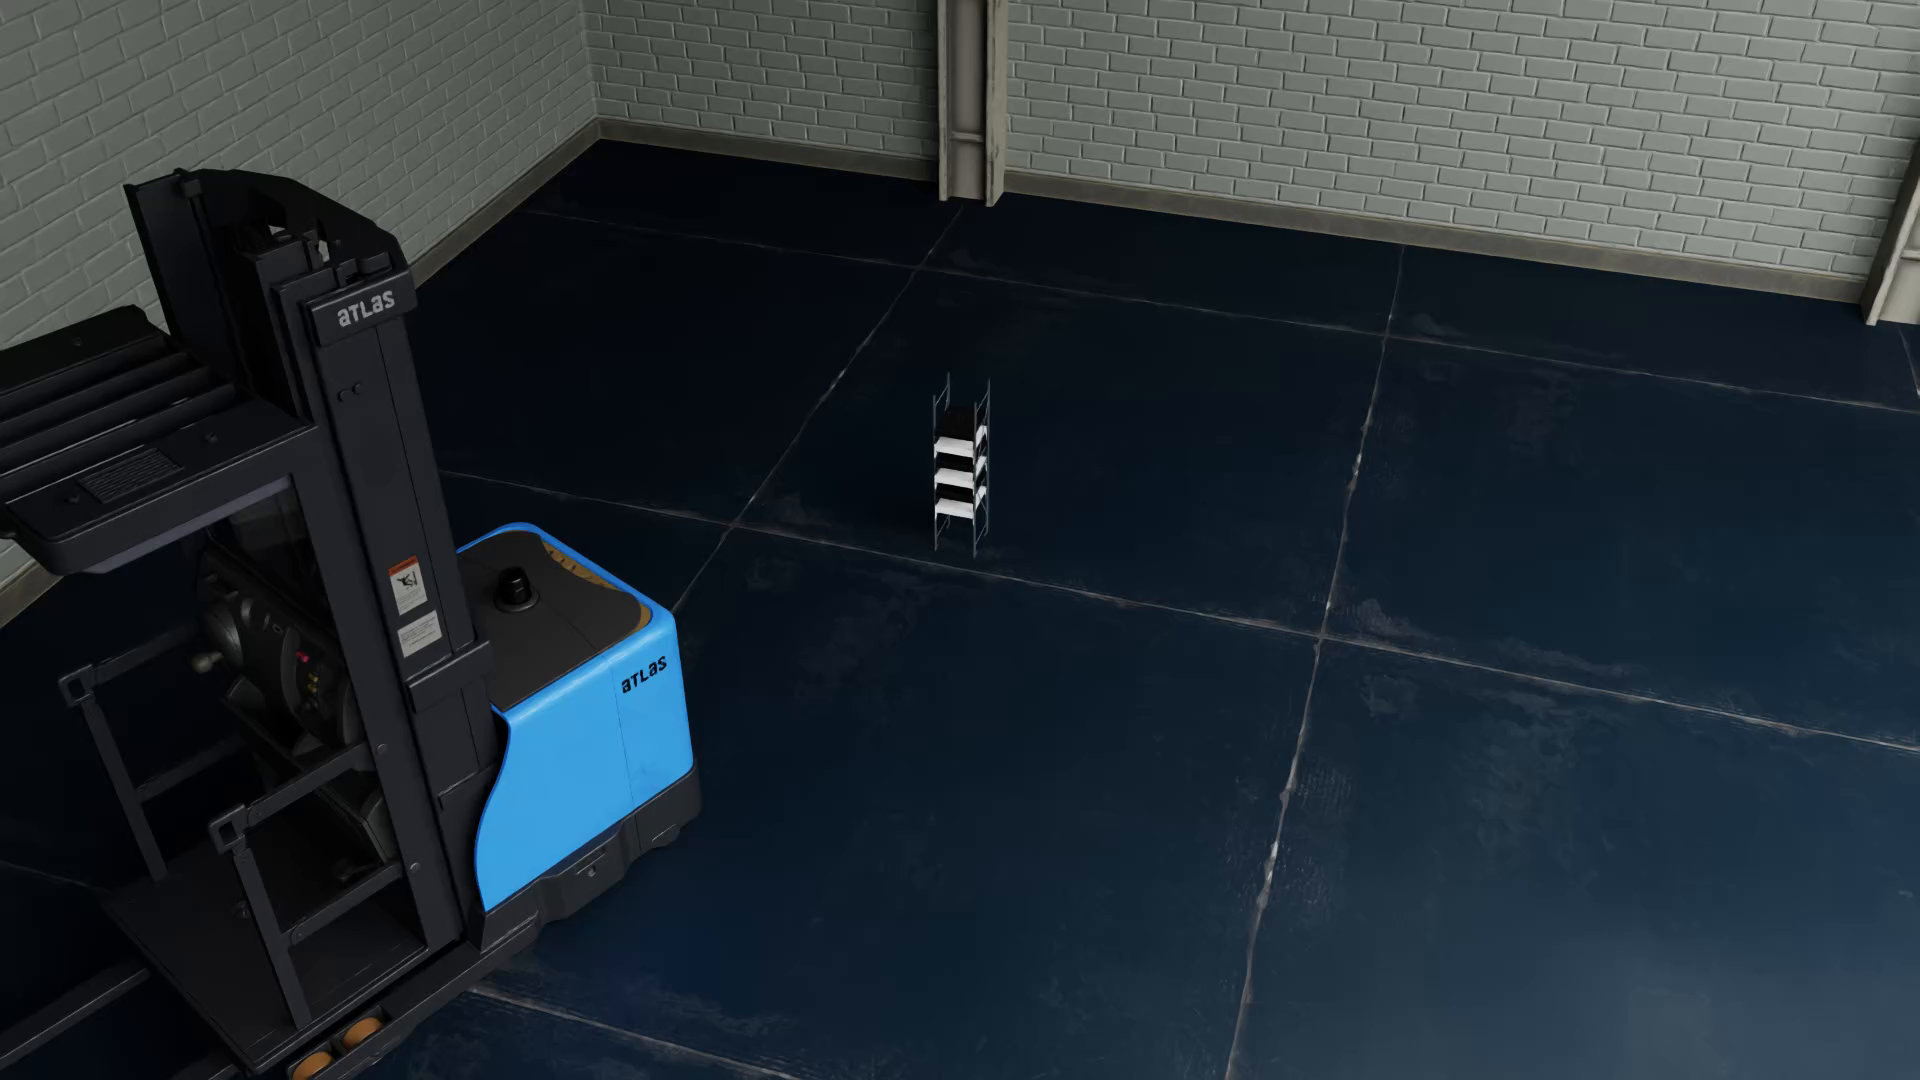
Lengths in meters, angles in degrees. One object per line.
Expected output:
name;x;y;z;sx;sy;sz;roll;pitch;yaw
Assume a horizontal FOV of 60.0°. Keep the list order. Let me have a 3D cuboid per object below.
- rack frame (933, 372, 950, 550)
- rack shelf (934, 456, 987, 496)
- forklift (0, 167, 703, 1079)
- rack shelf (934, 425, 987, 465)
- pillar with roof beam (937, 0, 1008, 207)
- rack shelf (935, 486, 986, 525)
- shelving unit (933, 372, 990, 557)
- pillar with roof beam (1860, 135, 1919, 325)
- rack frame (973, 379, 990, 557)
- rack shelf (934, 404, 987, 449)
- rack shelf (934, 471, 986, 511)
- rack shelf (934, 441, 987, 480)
rack frame;-0.089;-0.379;8.191;0.006;0.900;0.240;10;38;14
rack shelf;0.008;-0.334;8.186;0.200;0.077;0.258;10;38;14
forklift;-2.412;0.428;5.381;1.130;2.935;3.031;28;45;32
rack shelf;0.008;-0.479;8.079;0.200;0.077;0.258;10;38;14
pillar with roof beam;-1.201;-3.629;5.775;0.400;9.000;9.100;10;38;14
rack shelf;0.008;-0.189;8.293;0.200;0.077;0.258;10;38;14
shelving unit;0.008;-0.361;8.166;0.210;0.900;0.258;10;38;14
pillar with roof beam;4.526;-2.569;4.334;0.400;9.000;9.100;10;38;14
rack frame;0.105;-0.343;8.142;0.006;0.900;0.240;10;38;14
rack shelf;0.008;-0.552;8.026;0.200;0.077;0.258;10;38;14
rack shelf;0.008;-0.262;8.239;0.200;0.077;0.258;10;38;14
rack shelf;0.008;-0.407;8.133;0.200;0.077;0.258;10;38;14
